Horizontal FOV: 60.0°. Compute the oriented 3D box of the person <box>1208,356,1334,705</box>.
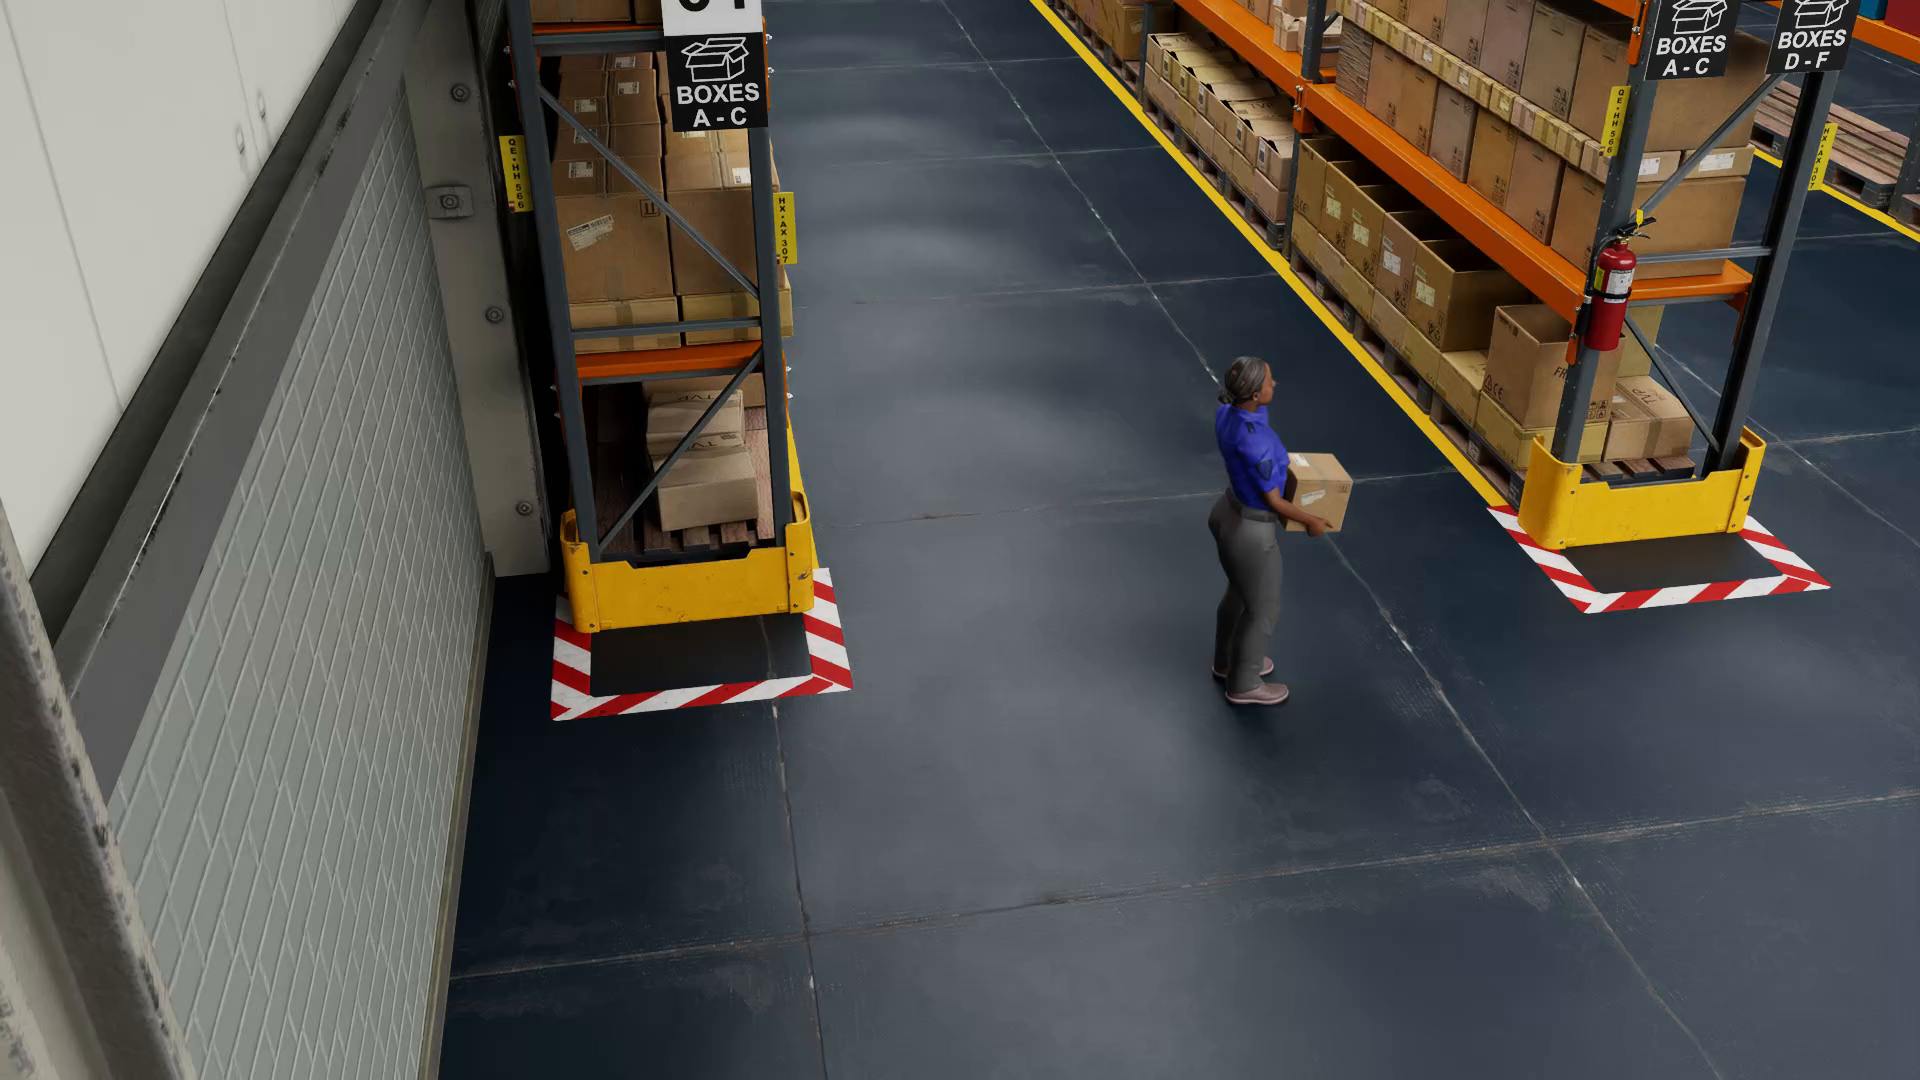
[{"bbox_3d":[1.320,-0.041,7.216,0.517,1.648,0.451,-5,31,-8],"label":"person"}]
